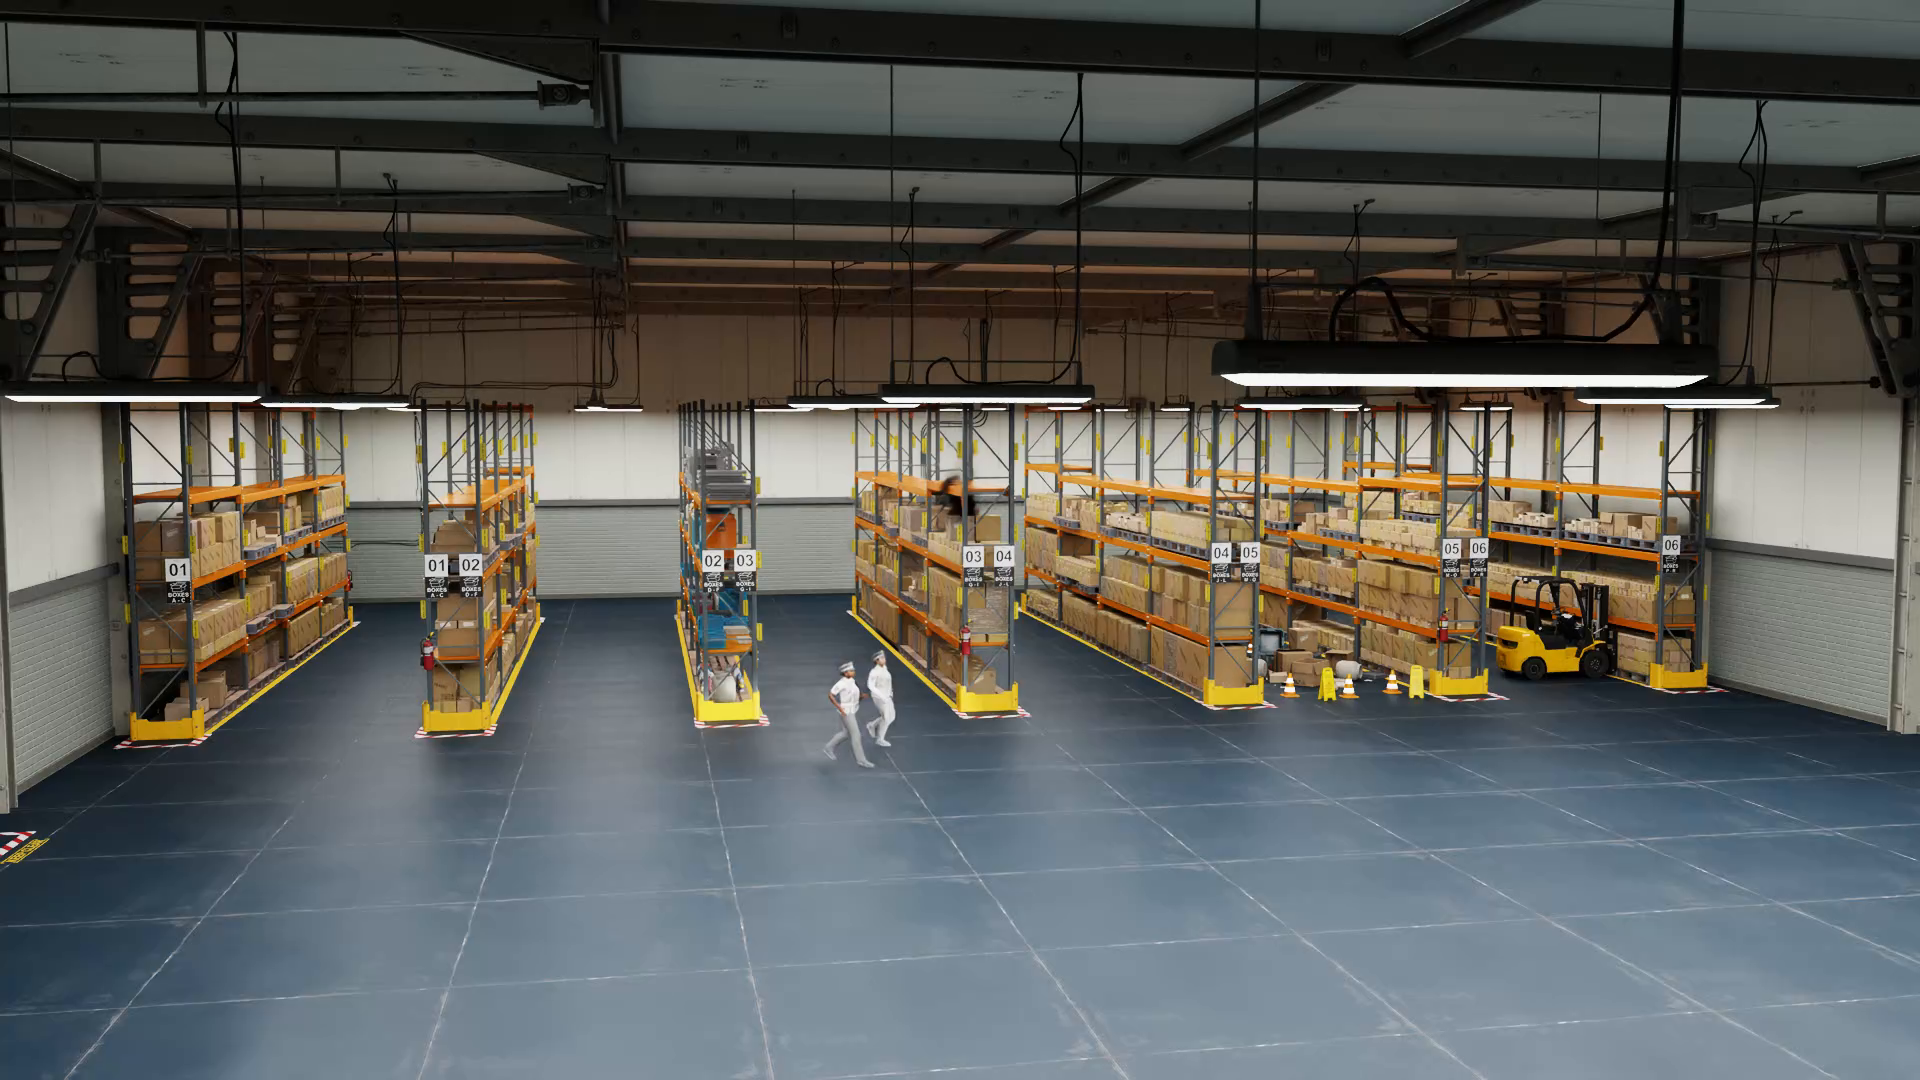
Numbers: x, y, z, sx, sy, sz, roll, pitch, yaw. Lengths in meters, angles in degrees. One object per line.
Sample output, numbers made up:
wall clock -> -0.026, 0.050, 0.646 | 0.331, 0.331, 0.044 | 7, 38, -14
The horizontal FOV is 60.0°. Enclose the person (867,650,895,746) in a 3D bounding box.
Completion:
person -> -1.380, 2.729, 28.821 | 0.472, 1.668, 0.618 | 2, 5, 25

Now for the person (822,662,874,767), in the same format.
person -> -1.826, 2.819, 27.016 | 0.935, 1.689, 0.572 | 1, 4, 15

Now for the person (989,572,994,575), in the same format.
person -> 0.773, 1.351, 47.383 | 0.633, 1.625, 0.528 | 0, 4, 6
